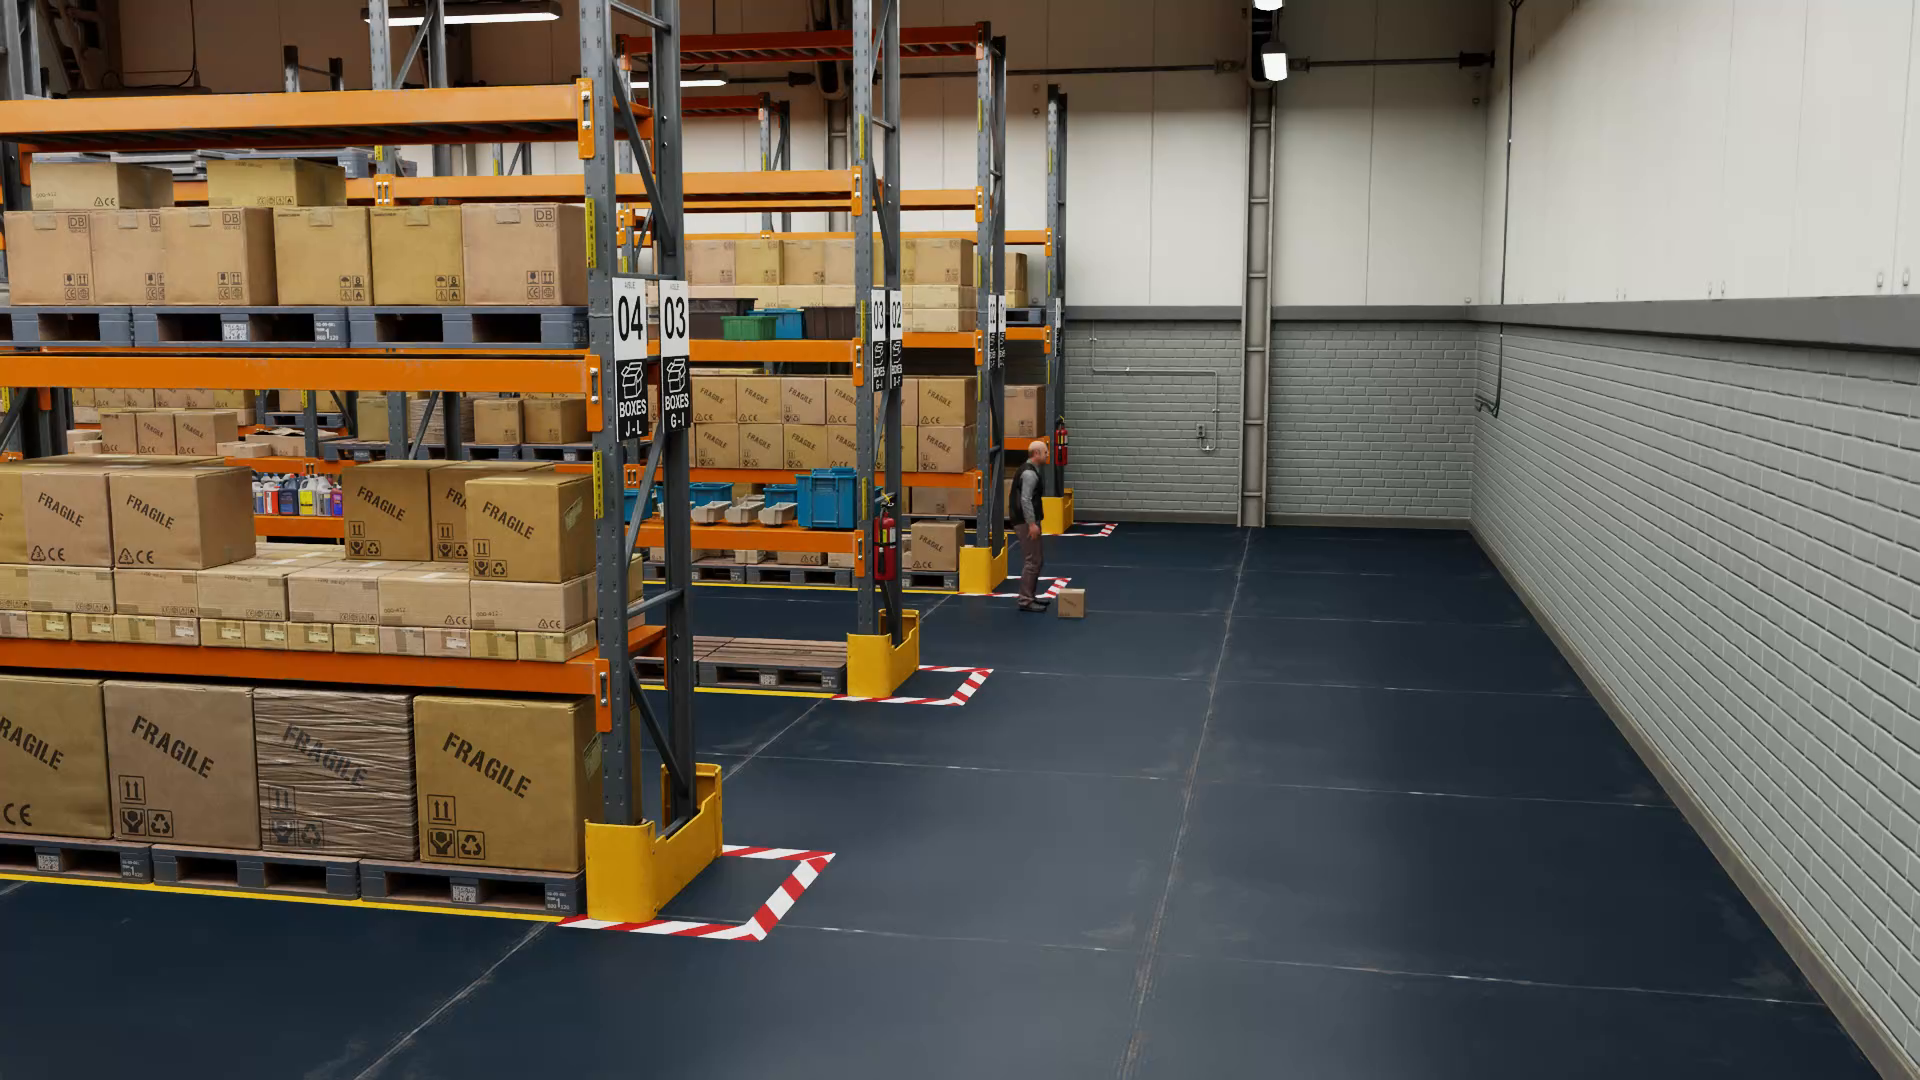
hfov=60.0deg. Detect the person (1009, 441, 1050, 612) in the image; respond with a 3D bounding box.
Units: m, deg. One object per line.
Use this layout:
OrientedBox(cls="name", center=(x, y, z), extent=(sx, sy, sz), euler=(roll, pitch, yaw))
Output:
OrientedBox(cls="person", center=(0.710, -0.154, 17.010), extent=(0.423, 1.720, 0.587), euler=(1, 8, 6))
